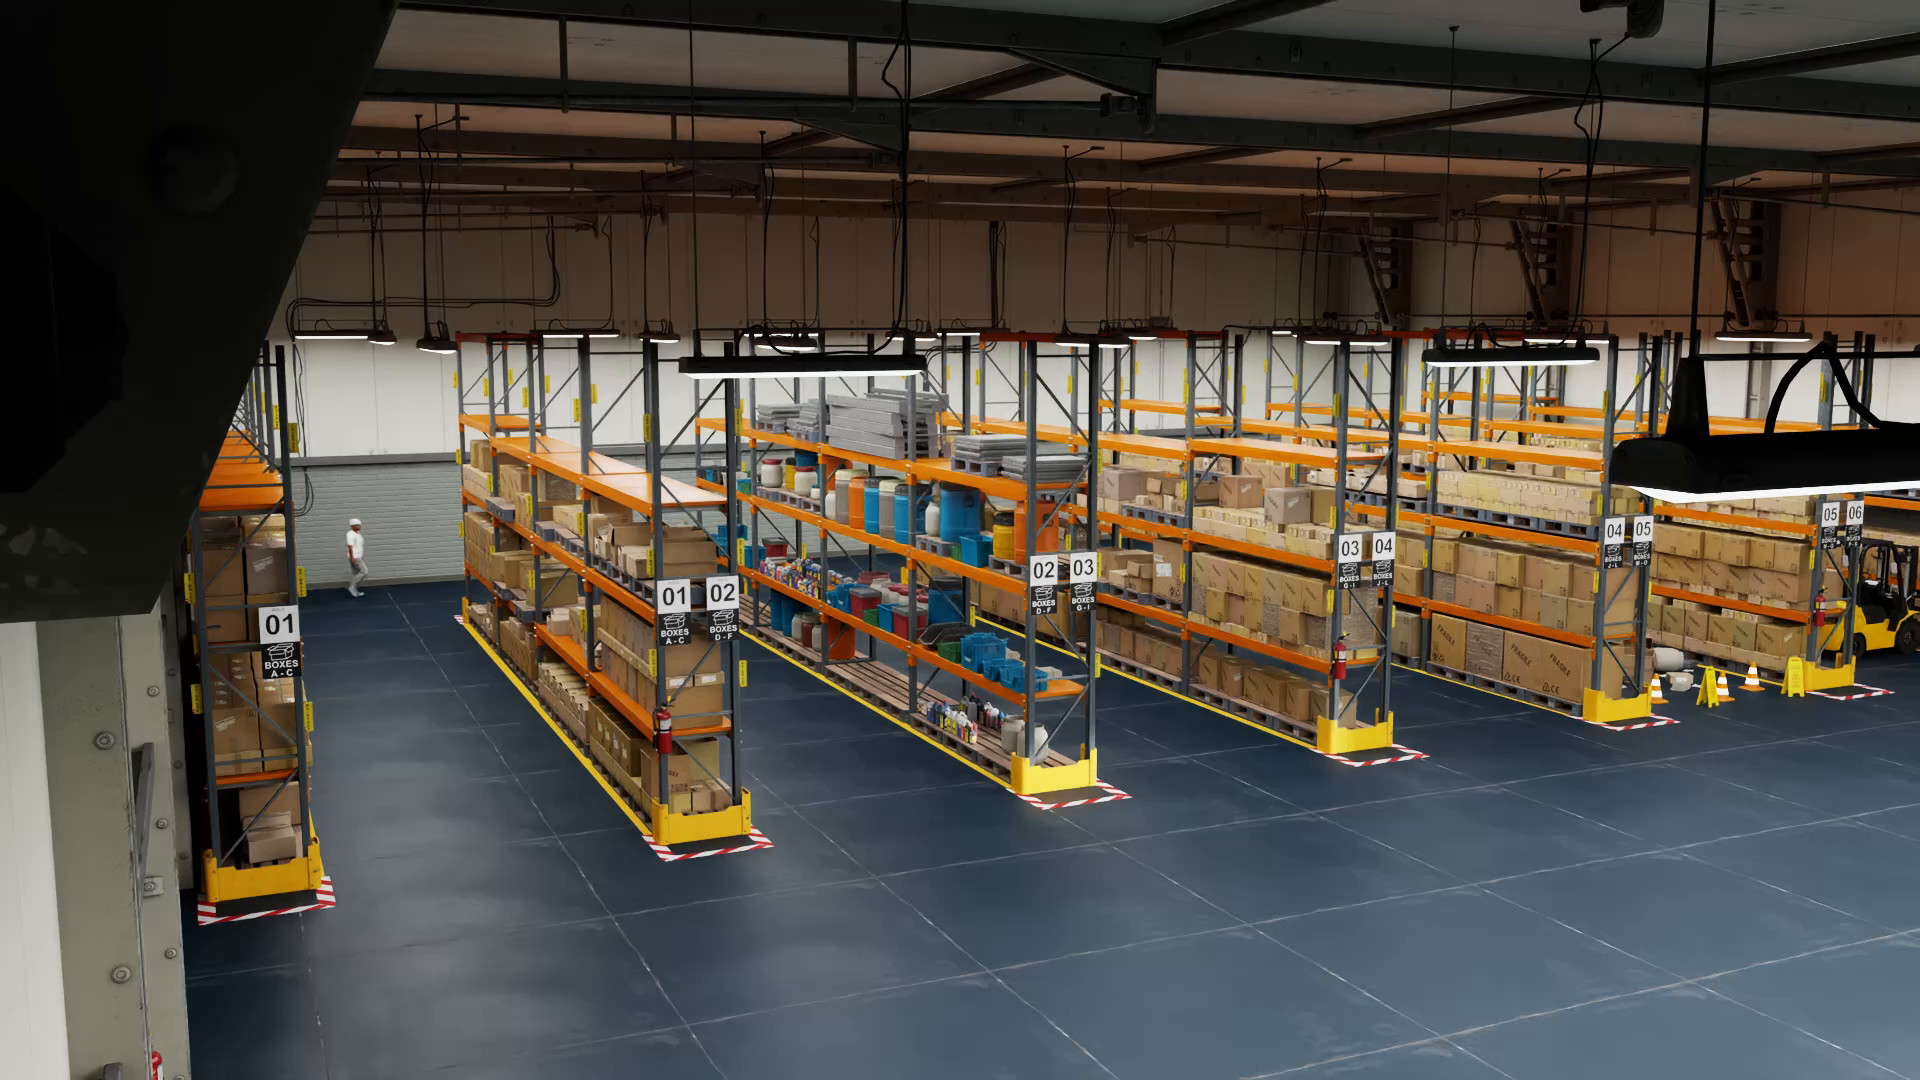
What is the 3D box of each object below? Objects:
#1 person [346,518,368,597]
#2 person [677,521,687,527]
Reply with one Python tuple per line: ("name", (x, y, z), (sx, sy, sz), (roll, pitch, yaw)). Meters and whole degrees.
("person", (-13.606, 0.394, 37.476), (0.448, 1.767, 0.601), (-3, 8, -22))
("person", (-6.322, 0.370, 37.955), (0.449, 1.662, 0.565), (3, 8, 21))
